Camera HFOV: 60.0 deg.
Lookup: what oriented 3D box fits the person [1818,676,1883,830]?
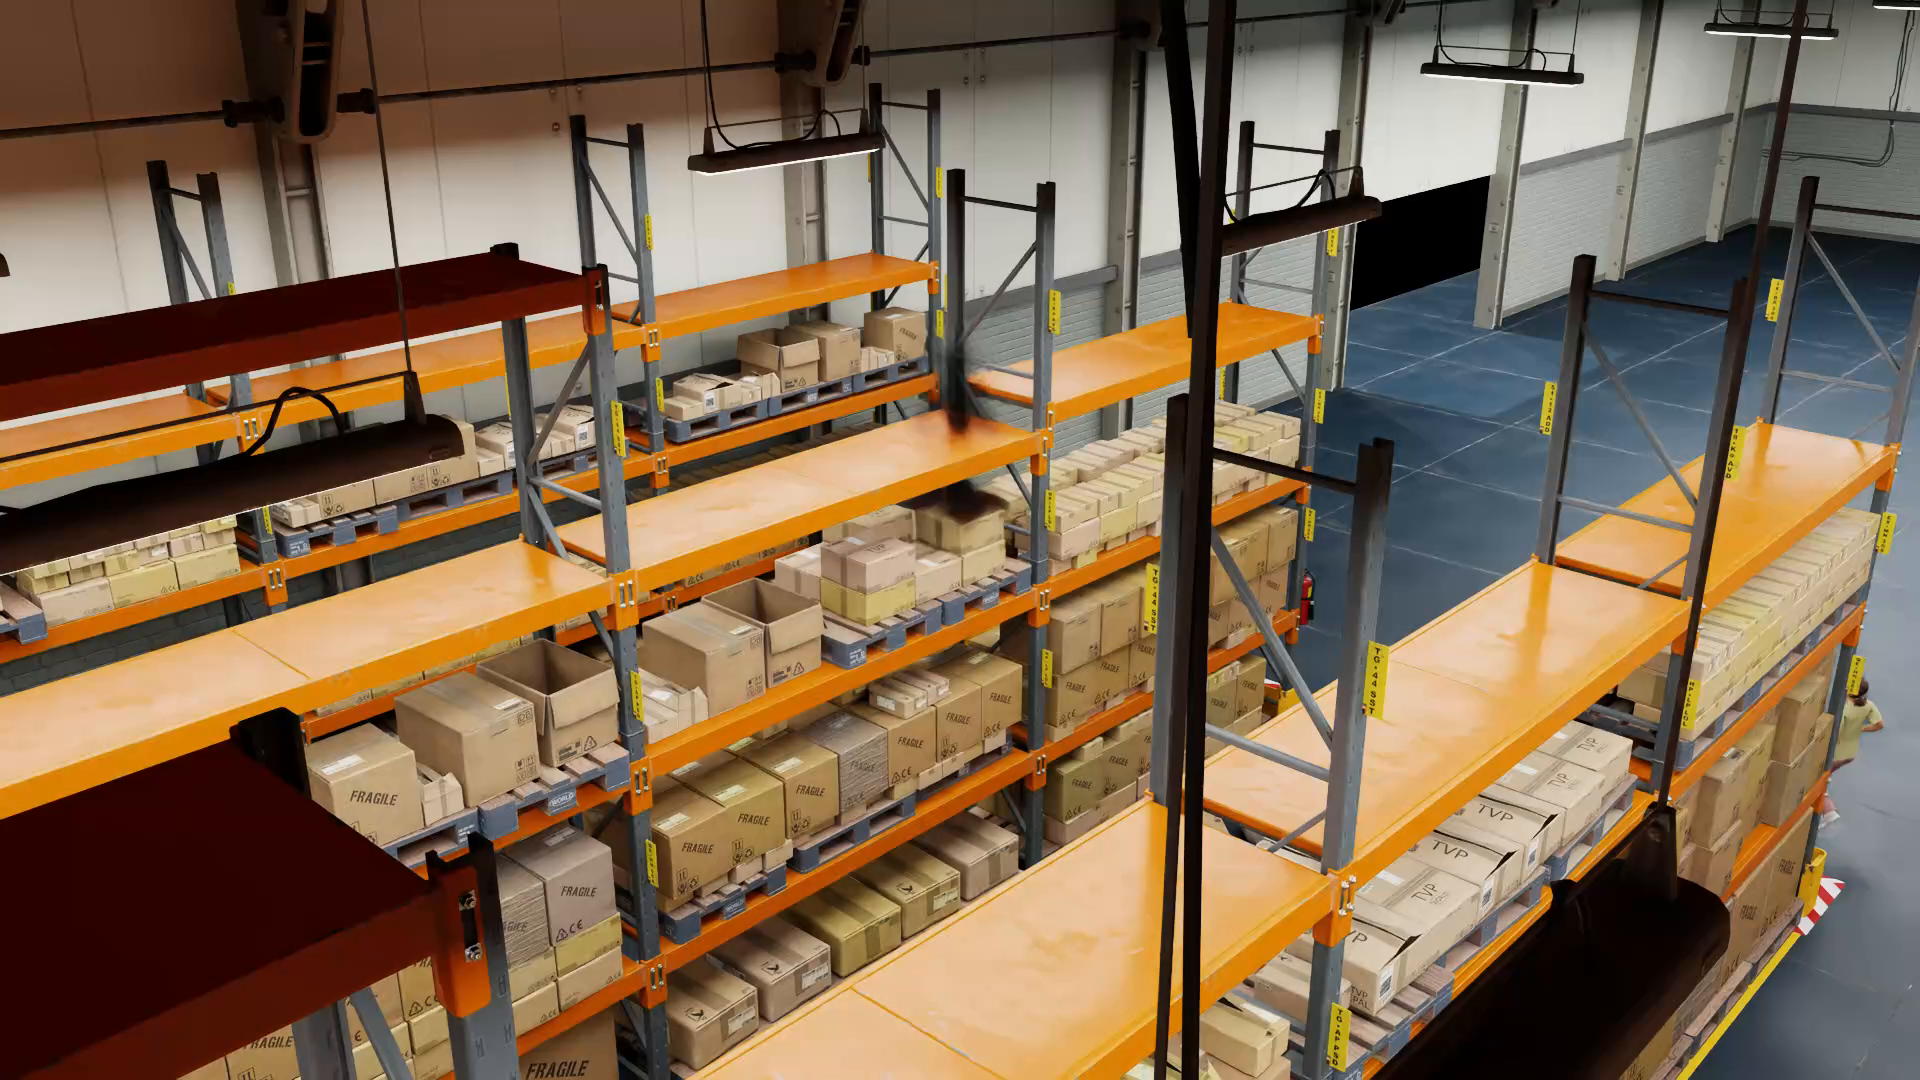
[{"bbox_3d":[7.846,1.883,14.957,0.582,1.615,0.652,-7,22,-17],"label":"person"}]
